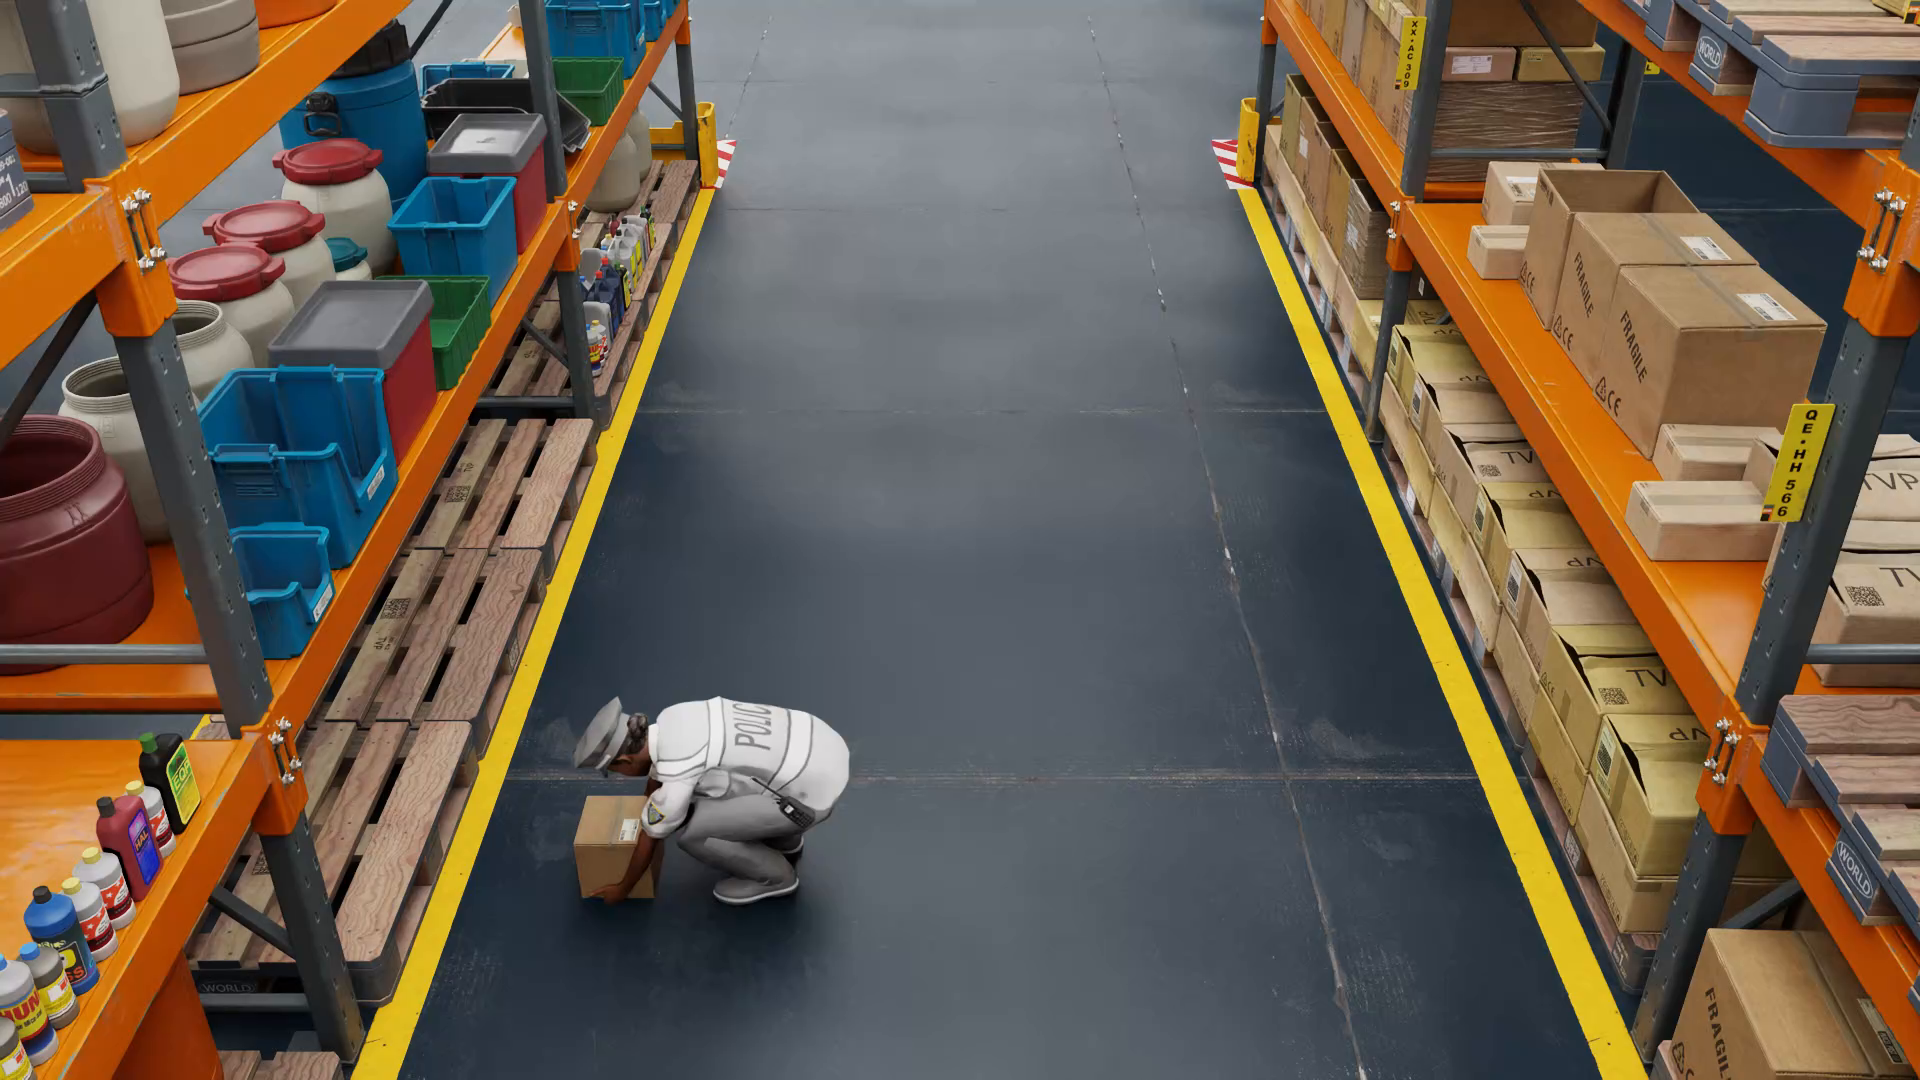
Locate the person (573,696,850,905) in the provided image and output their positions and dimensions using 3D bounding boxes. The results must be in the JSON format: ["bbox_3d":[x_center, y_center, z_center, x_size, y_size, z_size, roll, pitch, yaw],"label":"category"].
[{"bbox_3d":[-0.826,0.869,5.649,0.906,0.817,0.451,-1,32,-1],"label":"person"}]
